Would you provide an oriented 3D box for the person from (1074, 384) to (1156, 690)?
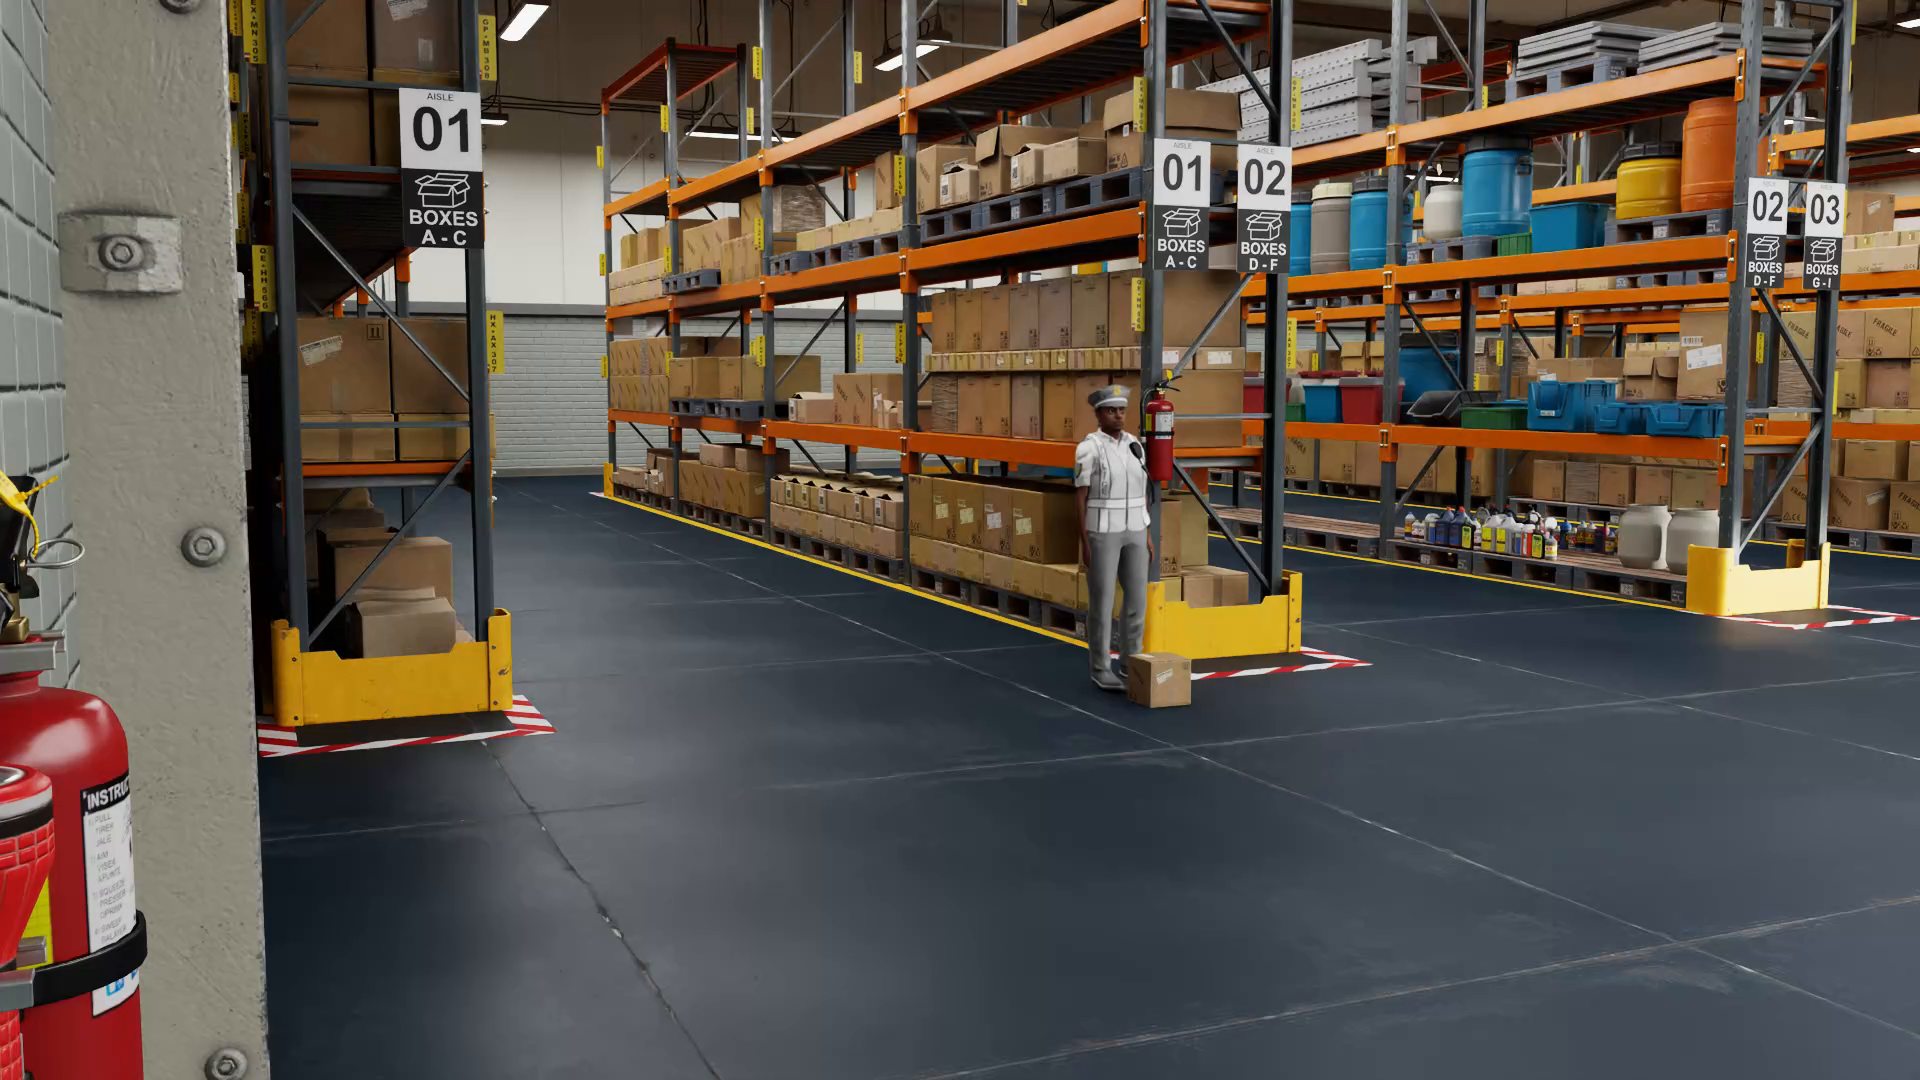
[{"bbox_3d":[0.888,-0.016,9.355,0.493,1.714,0.350,-3,6,-25],"label":"person"}]
